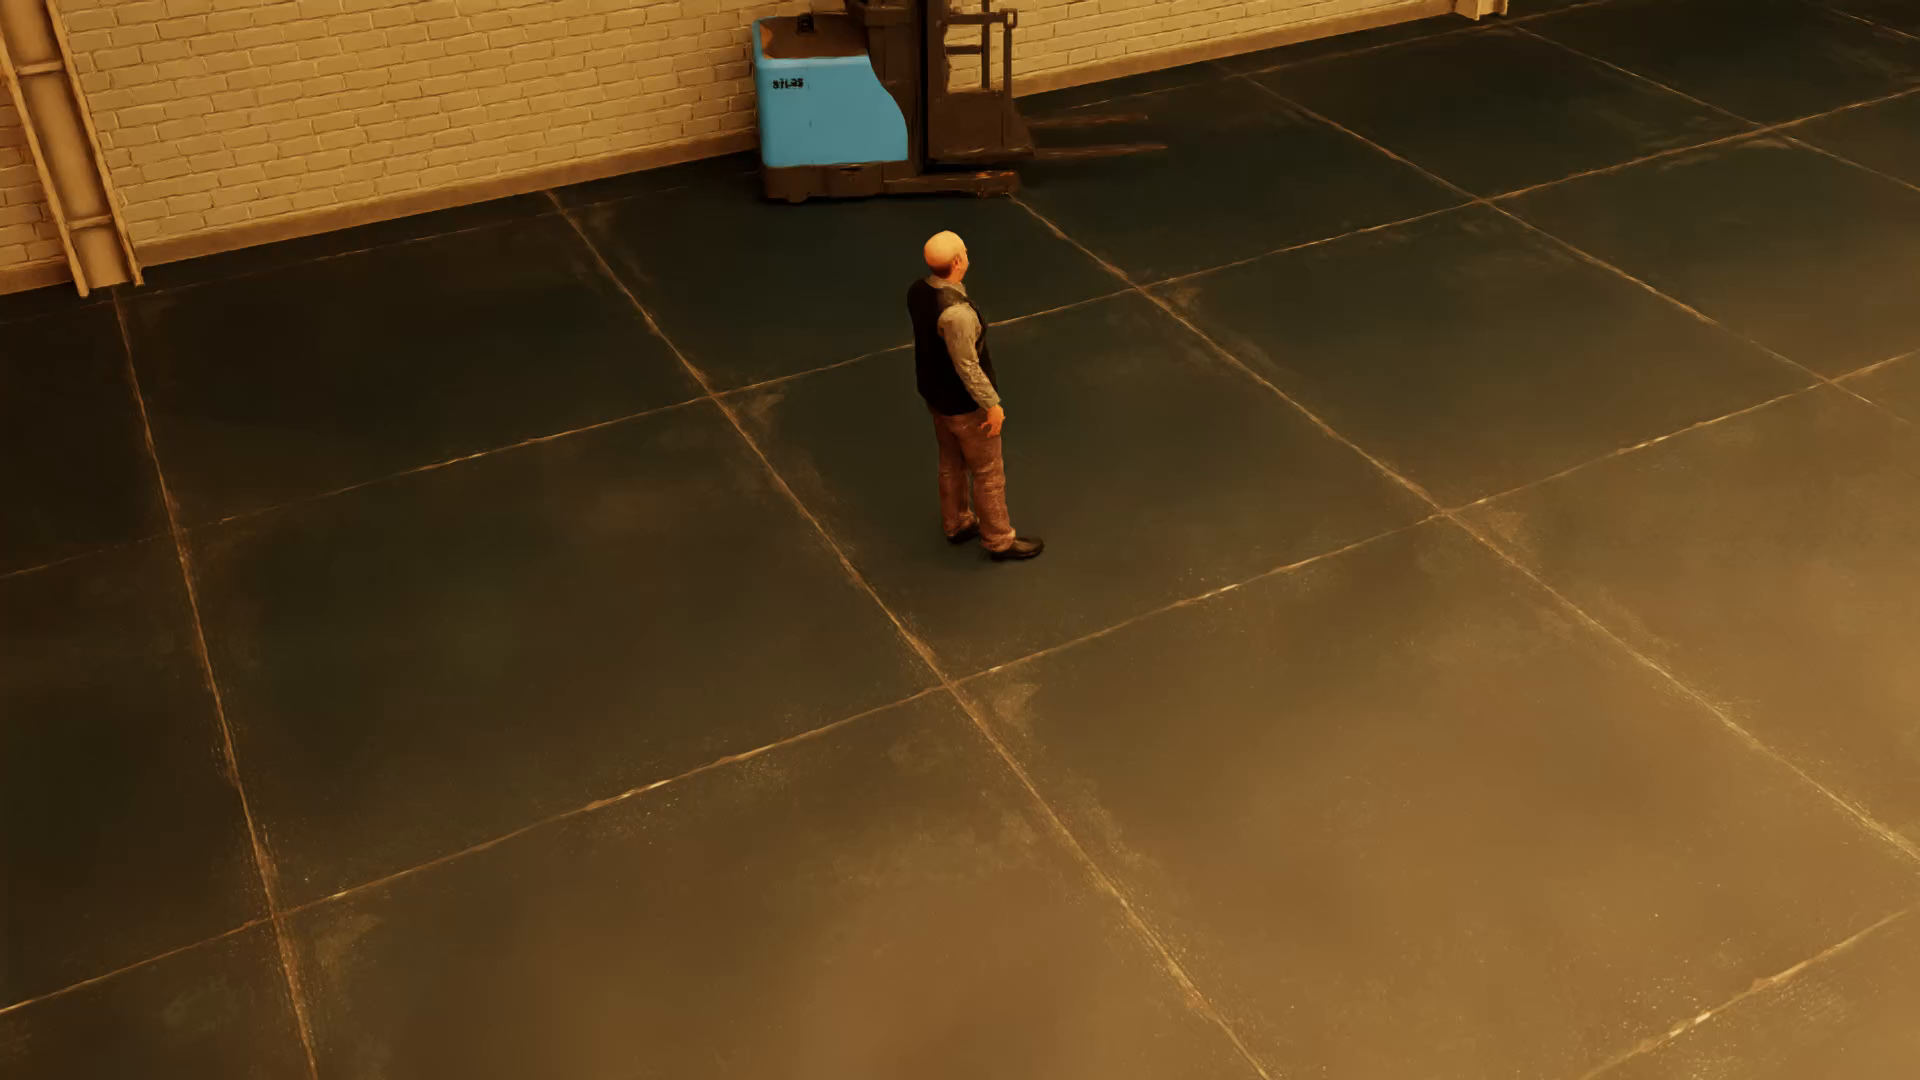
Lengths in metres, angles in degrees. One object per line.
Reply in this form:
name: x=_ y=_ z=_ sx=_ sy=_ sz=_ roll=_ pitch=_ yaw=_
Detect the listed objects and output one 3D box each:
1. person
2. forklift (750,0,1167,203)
person: x=0.059 y=-0.721 z=8.179 sx=0.567 sy=1.720 sz=0.632 roll=-17 pitch=39 yaw=-23
forklift: x=0.004 y=-4.021 z=11.812 sx=3.031 sy=2.935 sz=1.130 roll=-5 pitch=36 yaw=-7
